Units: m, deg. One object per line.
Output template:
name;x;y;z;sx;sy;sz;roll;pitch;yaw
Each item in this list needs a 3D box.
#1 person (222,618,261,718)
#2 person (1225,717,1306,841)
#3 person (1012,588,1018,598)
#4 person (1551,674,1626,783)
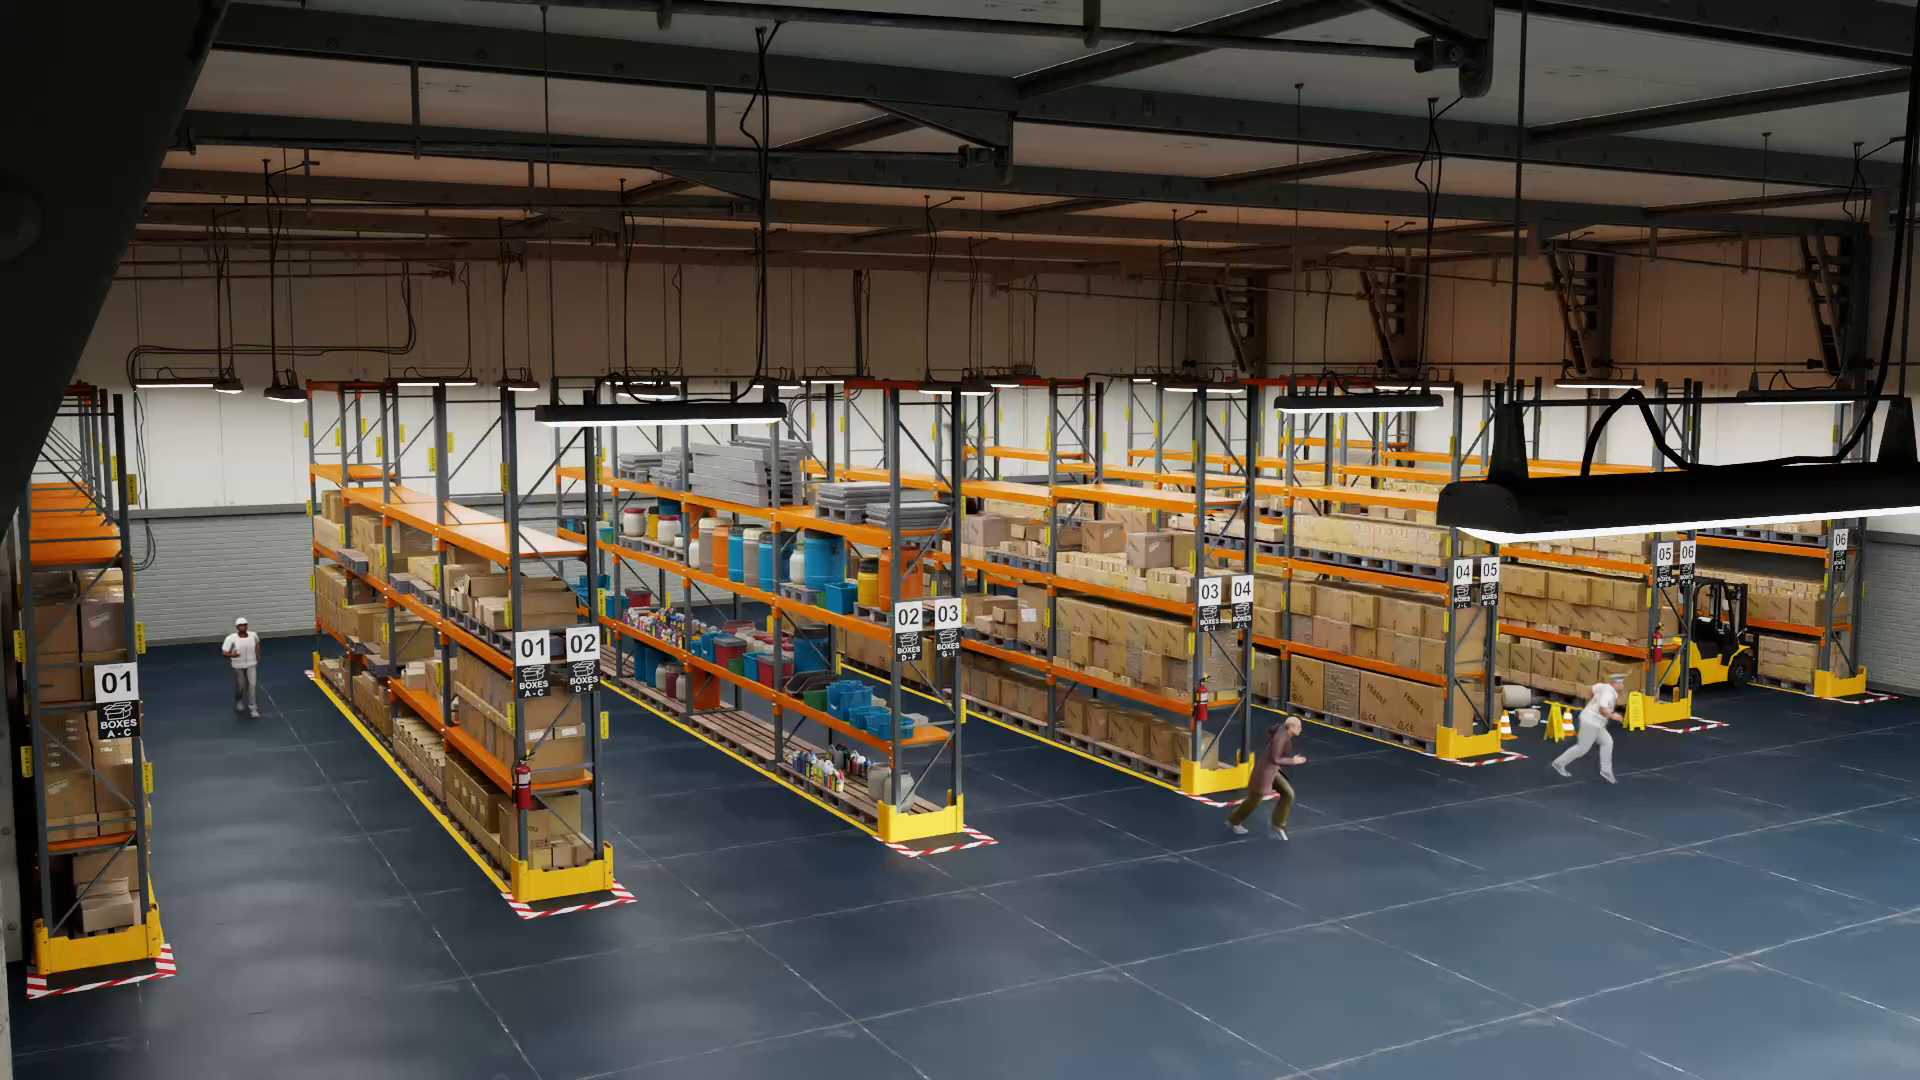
person;-12.819;2.260;29.754;0.701;1.754;0.963;-5;8;-37
person;4.074;3.176;22.171;1.071;1.727;0.751;2;6;20
person;1.625;0.855;43.847;0.535;1.588;0.891;5;8;41
person;9.536;2.856;25.240;1.023;1.721;0.707;2;6;14
